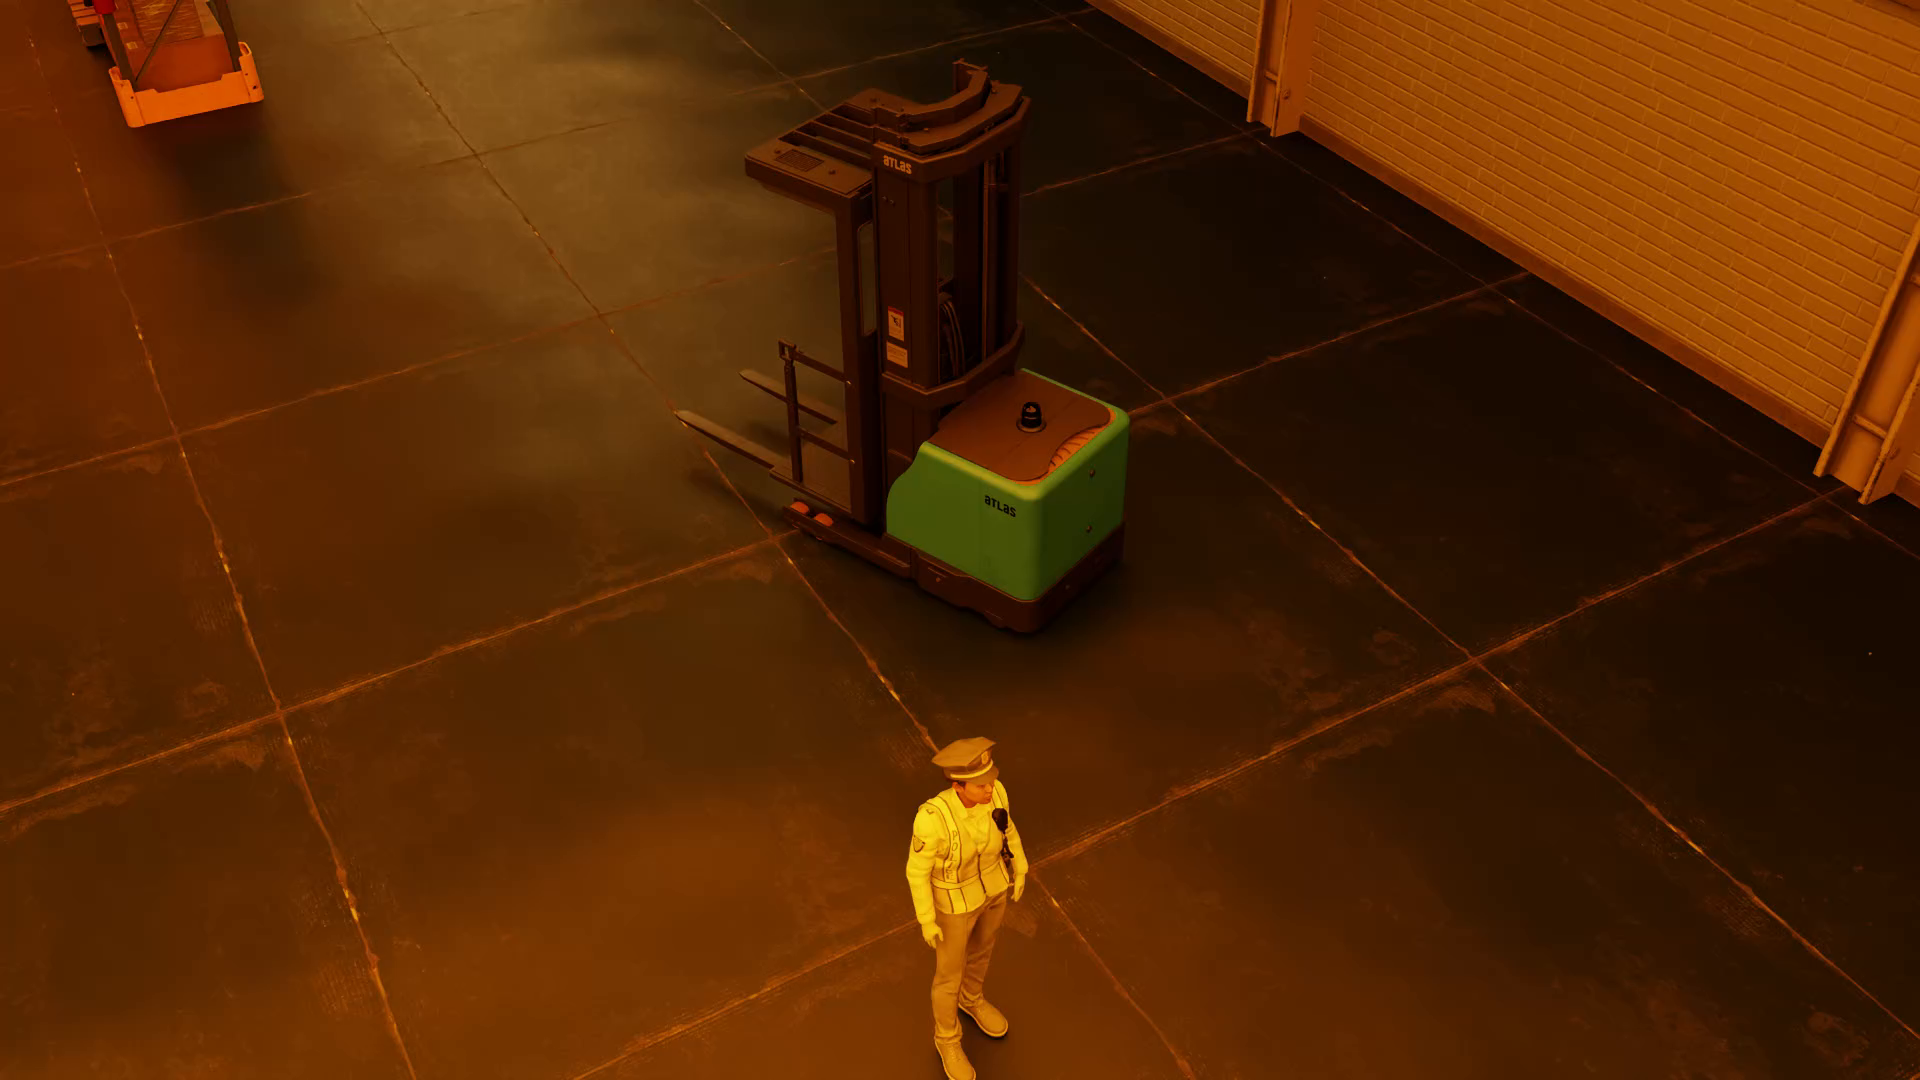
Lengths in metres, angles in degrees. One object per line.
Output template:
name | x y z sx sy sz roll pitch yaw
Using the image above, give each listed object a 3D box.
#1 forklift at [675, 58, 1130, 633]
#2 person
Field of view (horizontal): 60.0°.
forklift | -0.481 -1.366 9.683 3.031 2.935 1.130 26 46 28
person | 0.077 1.551 7.122 0.588 1.694 0.531 -26 46 -28
